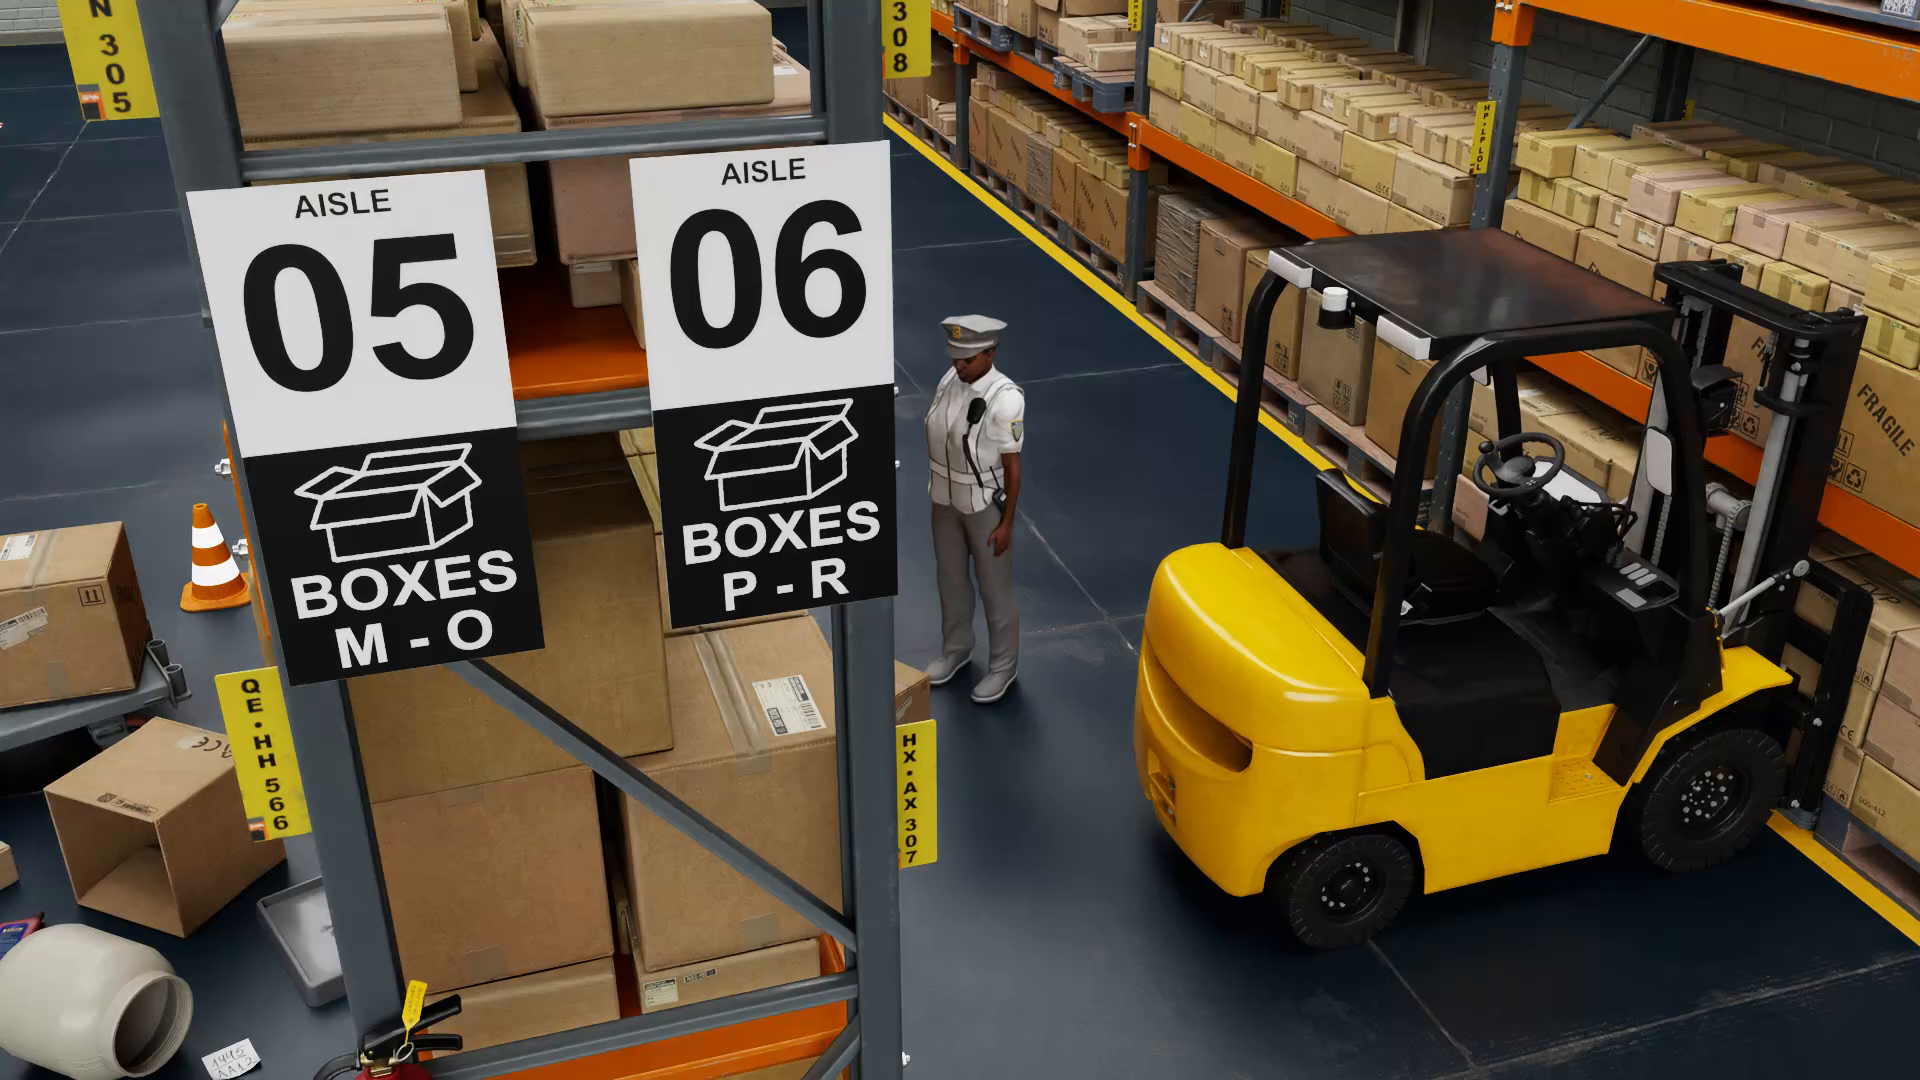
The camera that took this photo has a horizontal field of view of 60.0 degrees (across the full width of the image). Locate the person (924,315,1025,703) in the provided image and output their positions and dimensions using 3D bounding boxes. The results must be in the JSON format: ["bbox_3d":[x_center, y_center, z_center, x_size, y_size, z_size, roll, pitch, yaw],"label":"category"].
[{"bbox_3d":[0.056,-0.127,6.867,0.440,1.667,0.343,22,34,36],"label":"person"}]
